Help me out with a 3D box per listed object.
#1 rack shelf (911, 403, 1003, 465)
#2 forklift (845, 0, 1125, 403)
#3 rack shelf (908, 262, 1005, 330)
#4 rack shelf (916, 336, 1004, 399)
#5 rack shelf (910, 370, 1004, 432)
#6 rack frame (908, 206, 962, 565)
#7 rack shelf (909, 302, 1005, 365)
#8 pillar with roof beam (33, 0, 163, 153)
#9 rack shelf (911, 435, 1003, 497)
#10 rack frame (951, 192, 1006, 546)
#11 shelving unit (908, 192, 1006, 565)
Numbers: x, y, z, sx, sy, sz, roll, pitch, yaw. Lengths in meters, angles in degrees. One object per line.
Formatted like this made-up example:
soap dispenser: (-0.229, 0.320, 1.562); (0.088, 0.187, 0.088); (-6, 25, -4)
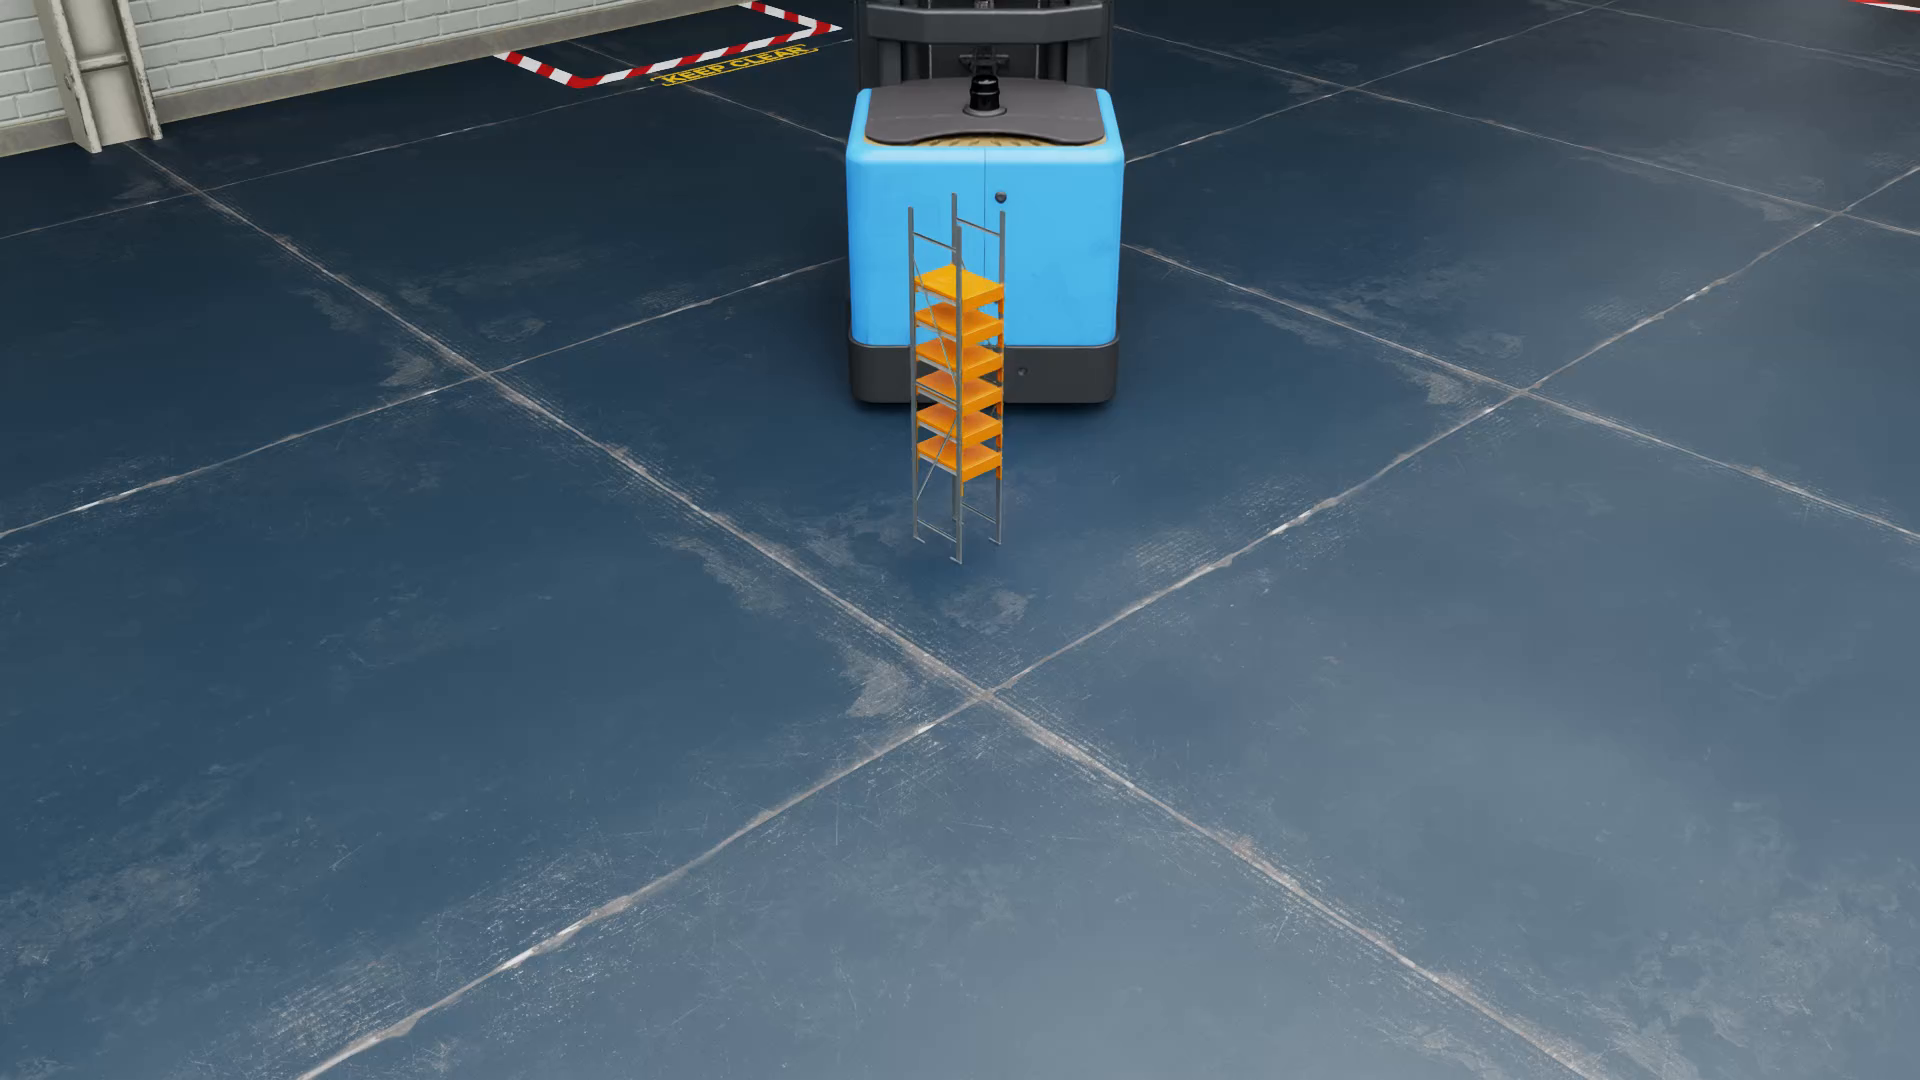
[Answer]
rack shelf: (-0.011, -0.366, 5.514); (0.180, 0.103, 0.258); (-26, 40, -35)
forklift: (0.099, -2.513, 7.050); (1.130, 2.935, 3.031); (0, 31, 0)
rack shelf: (-0.011, -0.776, 5.264); (0.180, 0.103, 0.258); (-26, 40, -35)
rack shelf: (-0.011, -0.571, 5.389); (0.180, 0.103, 0.258); (-26, 40, -35)
rack shelf: (-0.011, -0.469, 5.452); (0.180, 0.103, 0.258); (-26, 40, -35)
rack frame: (-0.078, -0.474, 5.376); (0.006, 1.200, 0.240); (-26, 40, -35)
rack shelf: (-0.011, -0.674, 5.327); (0.180, 0.103, 0.258); (-26, 40, -35)
pillar with roof beam: (-1.876, -4.479, 4.449); (0.400, 9.000, 9.100); (-26, 40, -35)
rack shelf: (-0.011, -0.264, 5.577); (0.180, 0.103, 0.258); (-26, 40, -35)
rack frame: (0.056, -0.539, 5.482); (0.006, 1.200, 0.240); (-26, 40, -35)
shelving unit: (-0.011, -0.507, 5.429); (0.189, 1.200, 0.258); (-26, 40, -35)
